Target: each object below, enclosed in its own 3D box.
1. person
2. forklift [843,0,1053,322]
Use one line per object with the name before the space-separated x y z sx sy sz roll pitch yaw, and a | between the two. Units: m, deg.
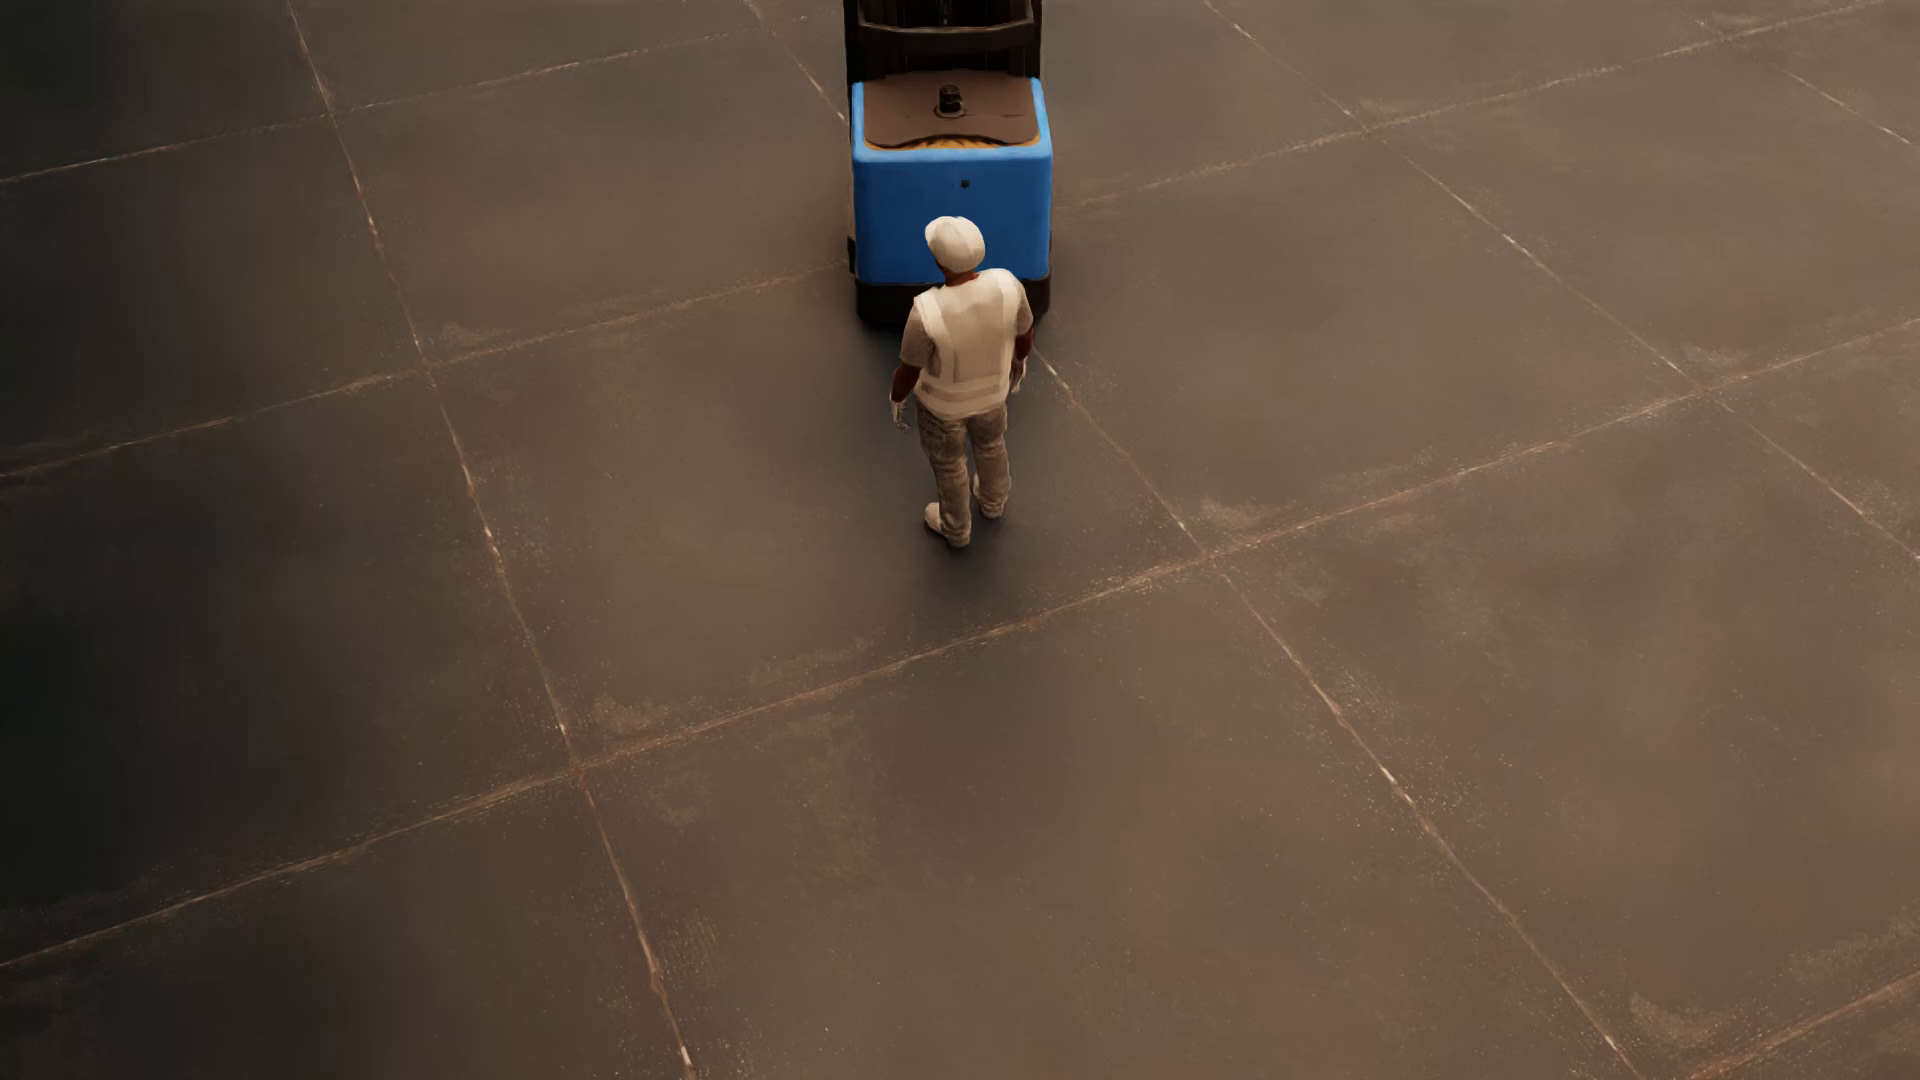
person | -0.023 -0.704 7.265 0.655 1.782 0.576 -18 46 -18
forklift | -0.107 -3.243 9.155 1.130 2.935 3.031 -2 43 -2
